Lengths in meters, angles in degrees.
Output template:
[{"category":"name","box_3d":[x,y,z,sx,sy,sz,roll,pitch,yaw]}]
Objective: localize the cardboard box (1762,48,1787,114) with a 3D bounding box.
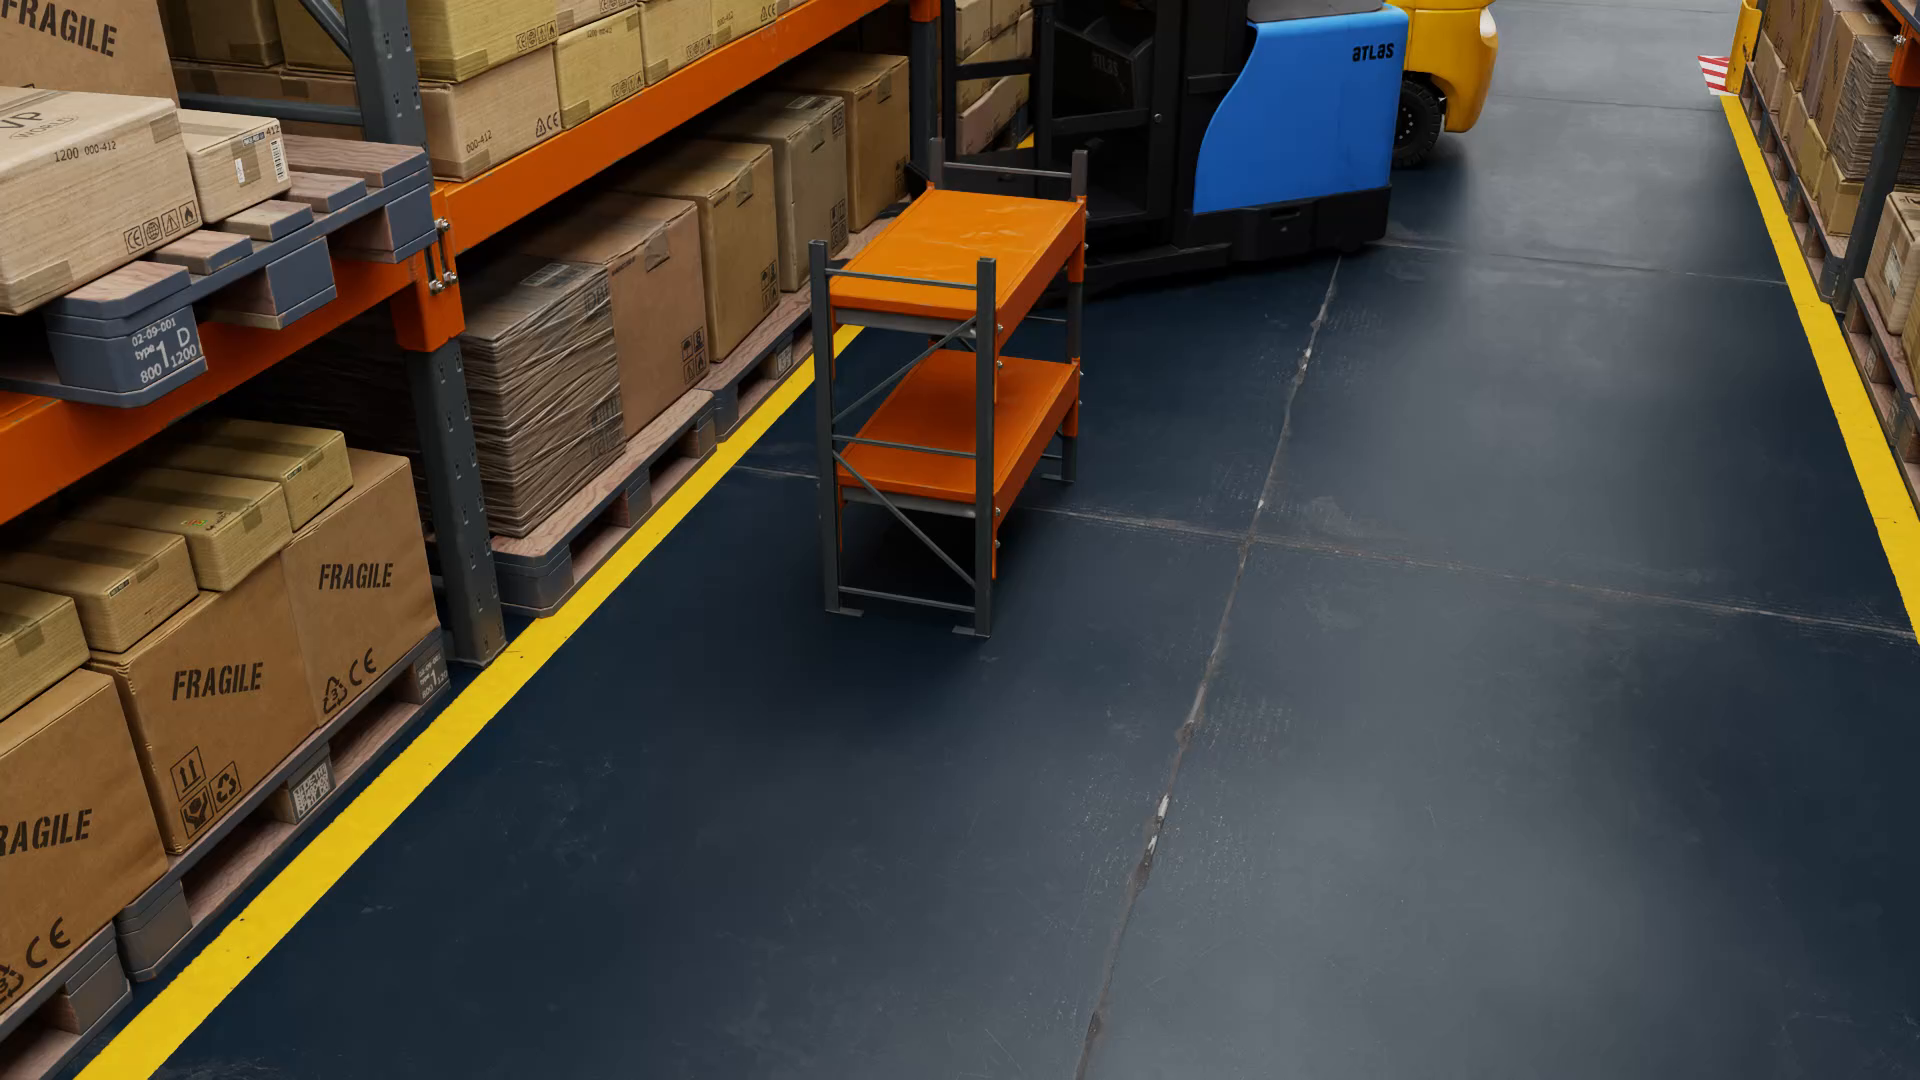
[{"category":"cardboard box","box_3d":[4.661,-2.473,9.007,0.500,0.250,0.500,10,30,17]}]

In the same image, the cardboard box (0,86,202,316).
[{"category":"cardboard box","box_3d":[-1.775,-0.633,3.025,0.500,0.250,0.500,7,30,13]}]

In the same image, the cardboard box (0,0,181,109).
[{"category":"cardboard box","box_3d":[-2.076,-1.062,3.538,0.500,0.500,0.500,10,31,17]}]

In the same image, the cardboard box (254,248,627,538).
[{"category":"cardboard box","box_3d":[-1.579,-0.485,5.047,0.875,0.625,0.625,9,30,16]}]

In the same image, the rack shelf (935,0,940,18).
[{"category":"rack shelf","box_3d":[-0.014,-3.526,9.242,1.077,0.370,4.000,8,30,15]}]

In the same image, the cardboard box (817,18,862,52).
[{"category":"cardboard box","box_3d":[-0.642,-2.586,8.180,0.500,0.250,0.500,9,30,16]}]

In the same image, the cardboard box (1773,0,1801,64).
[{"category":"cardboard box","box_3d":[4.662,-2.782,8.791,0.500,0.500,0.500,7,30,13]}]

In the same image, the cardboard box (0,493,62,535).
[{"category":"cardboard box","box_3d":[-2.330,-0.109,3.832,0.380,0.149,0.250,9,30,16]}]

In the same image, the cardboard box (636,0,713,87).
[{"category":"cardboard box","box_3d":[-1.114,-1.631,5.250,0.500,0.250,0.500,8,30,13]}]

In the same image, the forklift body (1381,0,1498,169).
[{"category":"forklift body","box_3d":[1.760,-3.257,8.892,2.313,2.155,1.214,8,30,15]}]

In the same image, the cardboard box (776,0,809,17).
[{"category":"cardboard box","box_3d":[-0.816,-2.113,6.116,0.500,0.250,0.500,9,30,15]}]

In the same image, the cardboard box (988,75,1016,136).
[{"category":"cardboard box","box_3d":[-0.008,-2.308,8.710,0.500,0.250,0.500,8,30,14]}]

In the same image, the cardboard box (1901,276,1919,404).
[{"category":"cardboard box","box_3d":[3.786,-0.660,5.623,0.950,0.372,0.625,10,31,18]}]

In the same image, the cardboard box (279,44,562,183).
[{"category":"cardboard box","box_3d":[-1.411,-1.157,4.399,0.500,0.250,0.500,9,30,15]}]

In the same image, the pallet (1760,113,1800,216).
[{"category":"pallet","box_3d":[4.665,-1.871,8.397,1.003,0.211,1.213,8,30,15]}]

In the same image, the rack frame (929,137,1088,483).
[{"category":"rack frame","box_3d":[0.147,-0.725,5.396,0.500,1.125,0.032,8,30,15]}]

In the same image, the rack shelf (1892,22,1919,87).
[{"category":"rack shelf","box_3d":[3.558,-0.960,4.630,1.077,0.370,4.000,8,30,15]}]

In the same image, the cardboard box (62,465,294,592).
[{"category":"cardboard box","box_3d":[-1.729,-0.029,3.689,0.380,0.149,0.250,7,30,12]}]

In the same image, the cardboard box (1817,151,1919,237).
[{"category":"cardboard box","box_3d":[4.062,-1.499,7.255,0.500,0.250,0.500,10,31,17]}]

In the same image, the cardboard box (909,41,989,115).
[{"category":"cardboard box","box_3d":[-0.164,-2.292,8.166,0.500,0.250,0.500,8,30,15]}]

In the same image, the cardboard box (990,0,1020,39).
[{"category":"cardboard box","box_3d":[0.001,-2.746,8.468,0.500,0.250,0.500,9,30,15]}]

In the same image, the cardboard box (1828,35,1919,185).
[{"category":"cardboard box","box_3d":[4.062,-1.827,7.073,0.500,0.500,0.500,8,30,14]}]

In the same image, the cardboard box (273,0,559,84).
[{"category":"cardboard box","box_3d":[-1.388,-1.372,4.271,0.500,0.250,0.500,8,30,15]}]

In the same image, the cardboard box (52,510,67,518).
[{"category":"cardboard box","box_3d":[-2.330,0.238,3.875,0.500,0.500,0.500,9,30,15]}]

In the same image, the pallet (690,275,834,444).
[{"category":"pallet","box_3d":[-1.136,-0.775,6.426,1.003,0.211,1.213,8,30,15]}]

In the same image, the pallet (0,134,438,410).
[{"category":"pallet","box_3d":[-1.907,-0.643,3.517,1.213,0.211,1.003,8,30,15]}]

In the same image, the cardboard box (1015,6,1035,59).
[{"category":"cardboard box","box_3d":[0.141,-2.758,9.004,0.500,0.250,0.500,8,30,14]}]

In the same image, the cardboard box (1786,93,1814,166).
[{"category":"cardboard box","box_3d":[4.362,-1.983,8.126,0.500,0.250,0.500,9,30,16]}]

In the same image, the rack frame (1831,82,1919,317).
[{"category":"rack frame","box_3d":[4.145,-2.204,6.126,1.000,3.000,0.127,8,30,15]}]

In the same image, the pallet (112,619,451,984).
[{"category":"pallet","box_3d":[-2.030,0.509,4.119,1.003,0.211,1.213,8,30,15]}]

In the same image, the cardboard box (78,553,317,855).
[{"category":"cardboard box","box_3d":[-1.851,0.316,3.736,0.500,0.500,0.500,8,30,14]}]

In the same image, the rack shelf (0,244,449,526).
[{"category":"rack shelf","box_3d":[-2.362,0.192,2.559,1.077,0.370,4.000,8,30,15]}]

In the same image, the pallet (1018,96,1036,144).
[{"category":"pallet","box_3d":[0.029,-2.624,9.750,1.003,0.211,1.213,8,30,15]}]

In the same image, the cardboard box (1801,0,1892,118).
[{"category":"cardboard box","box_3d":[4.358,-2.301,7.925,0.500,0.500,0.500,10,31,18]}]

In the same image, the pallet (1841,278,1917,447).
[{"category":"pallet","box_3d":[3.918,-0.623,6.153,1.003,0.211,1.213,8,30,15]}]

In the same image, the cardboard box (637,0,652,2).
[{"category":"cardboard box","box_3d":[-1.092,-1.849,5.128,0.500,0.250,0.500,8,30,14]}]

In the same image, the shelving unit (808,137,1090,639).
[{"category":"shelving unit","box_3d":[-0.002,-0.488,4.971,0.538,1.125,1.048,8,30,15]}]

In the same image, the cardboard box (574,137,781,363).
[{"category":"cardboard box","box_3d":[-1.197,-1.103,6.158,0.875,0.625,0.625,7,30,13]}]

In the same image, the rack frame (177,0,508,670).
[{"category":"rack frame","box_3d":[-1.775,-1.052,4.055,1.000,3.000,0.127,8,30,15]}]

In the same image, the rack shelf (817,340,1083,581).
[{"category":"rack shelf","box_3d":[-0.002,-0.275,5.090,0.538,0.278,1.000,8,30,15]}]

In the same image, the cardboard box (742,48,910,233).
[{"category":"cardboard box","box_3d":[-0.744,-1.812,7.433,0.875,0.625,0.625,10,31,17]}]

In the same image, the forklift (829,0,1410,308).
[{"category":"forklift","box_3d":[0.386,-2.548,6.815,3.031,2.935,1.130,-12,31,-20]}]

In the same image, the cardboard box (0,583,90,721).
[{"category":"cardboard box","box_3d":[-1.969,0.203,3.272,0.380,0.149,0.250,9,30,16]}]
